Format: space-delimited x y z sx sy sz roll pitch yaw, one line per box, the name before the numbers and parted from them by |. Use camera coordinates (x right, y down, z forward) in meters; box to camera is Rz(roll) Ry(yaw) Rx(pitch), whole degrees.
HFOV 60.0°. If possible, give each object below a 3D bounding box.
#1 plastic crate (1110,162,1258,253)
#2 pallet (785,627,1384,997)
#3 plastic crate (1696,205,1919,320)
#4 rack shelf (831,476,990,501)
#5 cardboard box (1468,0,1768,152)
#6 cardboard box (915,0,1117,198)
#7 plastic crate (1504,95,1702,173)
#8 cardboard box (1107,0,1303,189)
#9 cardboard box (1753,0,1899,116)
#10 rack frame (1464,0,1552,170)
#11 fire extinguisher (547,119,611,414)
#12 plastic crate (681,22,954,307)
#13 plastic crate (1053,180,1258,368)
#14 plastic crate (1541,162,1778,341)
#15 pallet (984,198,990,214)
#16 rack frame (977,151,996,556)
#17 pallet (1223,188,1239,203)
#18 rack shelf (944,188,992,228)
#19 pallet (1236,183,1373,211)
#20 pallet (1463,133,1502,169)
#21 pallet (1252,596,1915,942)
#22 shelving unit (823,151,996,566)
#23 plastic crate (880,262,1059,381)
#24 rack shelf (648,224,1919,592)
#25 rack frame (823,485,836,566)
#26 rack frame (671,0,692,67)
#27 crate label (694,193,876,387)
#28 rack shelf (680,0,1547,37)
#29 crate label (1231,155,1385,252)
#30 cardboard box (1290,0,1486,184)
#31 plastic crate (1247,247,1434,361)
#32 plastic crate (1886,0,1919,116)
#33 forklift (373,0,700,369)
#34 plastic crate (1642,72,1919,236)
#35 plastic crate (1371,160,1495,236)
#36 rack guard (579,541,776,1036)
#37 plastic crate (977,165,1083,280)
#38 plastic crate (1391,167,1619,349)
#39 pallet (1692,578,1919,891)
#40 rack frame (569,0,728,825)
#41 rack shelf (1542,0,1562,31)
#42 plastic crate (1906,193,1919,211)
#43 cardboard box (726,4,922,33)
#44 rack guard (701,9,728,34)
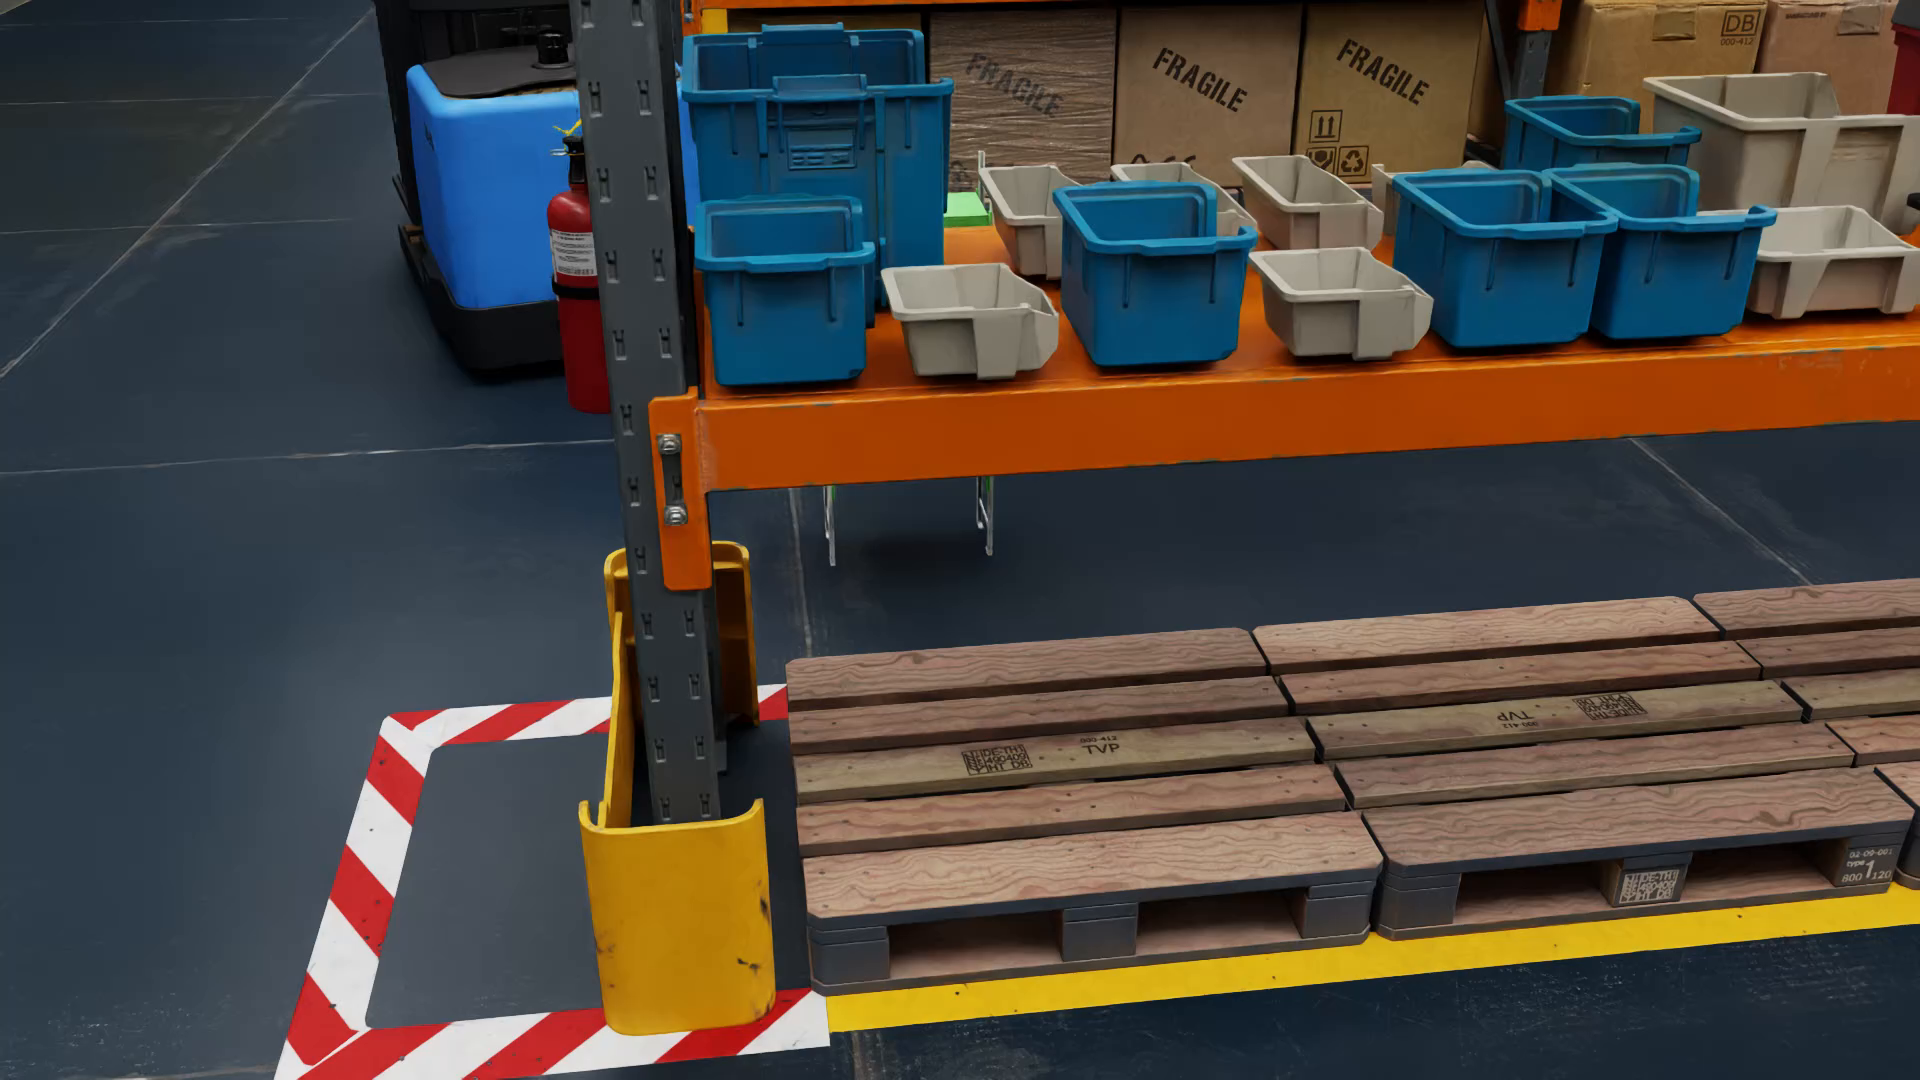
plastic crate | 0.472 -0.678 3.509 0.243 0.136 0.396 -4 27 -7
pallet | 0.223 0.583 3.883 1.213 0.211 1.003 -4 27 -7
plastic crate | 1.679 -0.540 3.240 0.466 0.136 0.293 -4 27 -7
rack shelf | -0.164 -0.253 5.094 0.480 0.148 0.258 -4 27 -7
cardboard box | 3.302 -2.408 8.524 0.875 0.875 1.225 -4 27 -7
cardboard box | 0.234 -2.238 8.194 0.875 0.875 0.875 -4 27 -7
plastic crate | 1.398 -0.822 3.684 0.300 0.233 0.416 -4 27 -7
cardboard box | 1.115 -2.295 8.304 0.875 0.875 0.875 -4 27 -7
cardboard box | 4.187 -2.465 8.636 0.875 0.875 1.225 -5 28 -9
rack frame | 2.671 -3.117 8.038 0.127 3.000 1.000 -4 27 -7
fire extinguisher | -0.812 -0.619 3.663 0.183 0.674 0.296 -4 27 -7
plastic crate | -0.294 -0.771 3.363 0.499 0.435 0.616 -4 27 -7
plastic crate | 0.343 -0.484 3.025 0.300 0.233 0.416 -4 27 -7
plastic crate | 1.292 -0.545 3.144 0.300 0.233 0.416 -4 27 -7
pallet | -0.509 -1.708 8.347 1.213 0.211 1.003 -4 27 -7
rack frame | 0.078 -0.539 4.986 0.015 1.200 0.240 -4 27 -7
pallet | 0.697 -1.784 8.495 1.213 0.211 1.003 -4 27 -7
rack shelf | -0.164 -0.894 4.766 0.480 0.148 0.258 -4 27 -7
pallet | 1.908 -1.863 8.649 1.213 0.211 1.003 -4 27 -7
pallet | 3.425 -1.959 8.837 1.213 0.211 1.003 -4 27 -7
pallet | 1.428 0.507 4.032 1.213 0.211 1.003 -4 27 -7
shelving unit | -0.164 -0.523 4.956 0.503 1.200 0.258 -4 27 -7
plastic crate | 0.020 -0.382 2.932 0.298 0.136 0.250 -4 27 -7
rack shelf | 1.381 -0.430 3.591 4.000 0.370 1.077 -4 27 -7
rack frame | -0.406 -0.508 4.925 0.015 1.200 0.240 -4 27 -7
rack frame | -1.290 -2.862 7.542 0.127 3.000 1.000 -4 27 -7
crate label | -0.309 -0.442 2.944 0.303 0.233 0.416 -4 27 -7
rack shelf | 0.691 -2.669 7.955 4.000 0.370 1.077 -4 27 -7
crate label | 0.744 -0.707 3.565 0.243 0.136 0.396 -4 27 -7
cardboard box | 2.007 -2.352 8.416 0.875 0.875 0.875 -4 27 -7
plastic crate | 0.692 -0.425 3.017 0.298 0.136 0.250 -4 27 -7
plastic crate | 2.442 -0.989 3.756 0.583 0.464 0.402 -4 27 -7
forklift | -1.991 -2.607 7.121 1.130 2.935 3.031 -11 29 -20
plastic crate | 1.824 -0.838 3.661 0.530 0.282 0.437 -4 27 -7
plastic crate | 1.035 -0.734 3.618 0.250 0.136 0.298 -4 27 -7
rack guard | -0.621 0.496 3.735 0.348 0.500 1.175 -4 27 -7
plastic crate | 0.183 -0.666 3.486 0.243 0.136 0.396 -4 27 -7
plastic crate | 0.995 -0.526 3.107 0.300 0.233 0.416 -4 27 -7
pallet | 2.639 0.427 4.186 1.213 0.211 1.003 -4 27 -7
rack frame | -0.600 -0.623 3.179 0.127 3.000 1.000 -4 27 -7
rack shelf | 4.652 -2.924 8.450 4.000 0.370 1.077 -4 27 -7
plastic crate | 2.291 -0.589 3.348 0.590 0.125 0.437 -4 27 -7
cardboard box | -0.667 -2.181 8.081 0.875 0.875 0.875 -4 27 -7
rack guard | -1.805 -4.003 12.505 0.348 0.500 1.175 -4 27 -7
